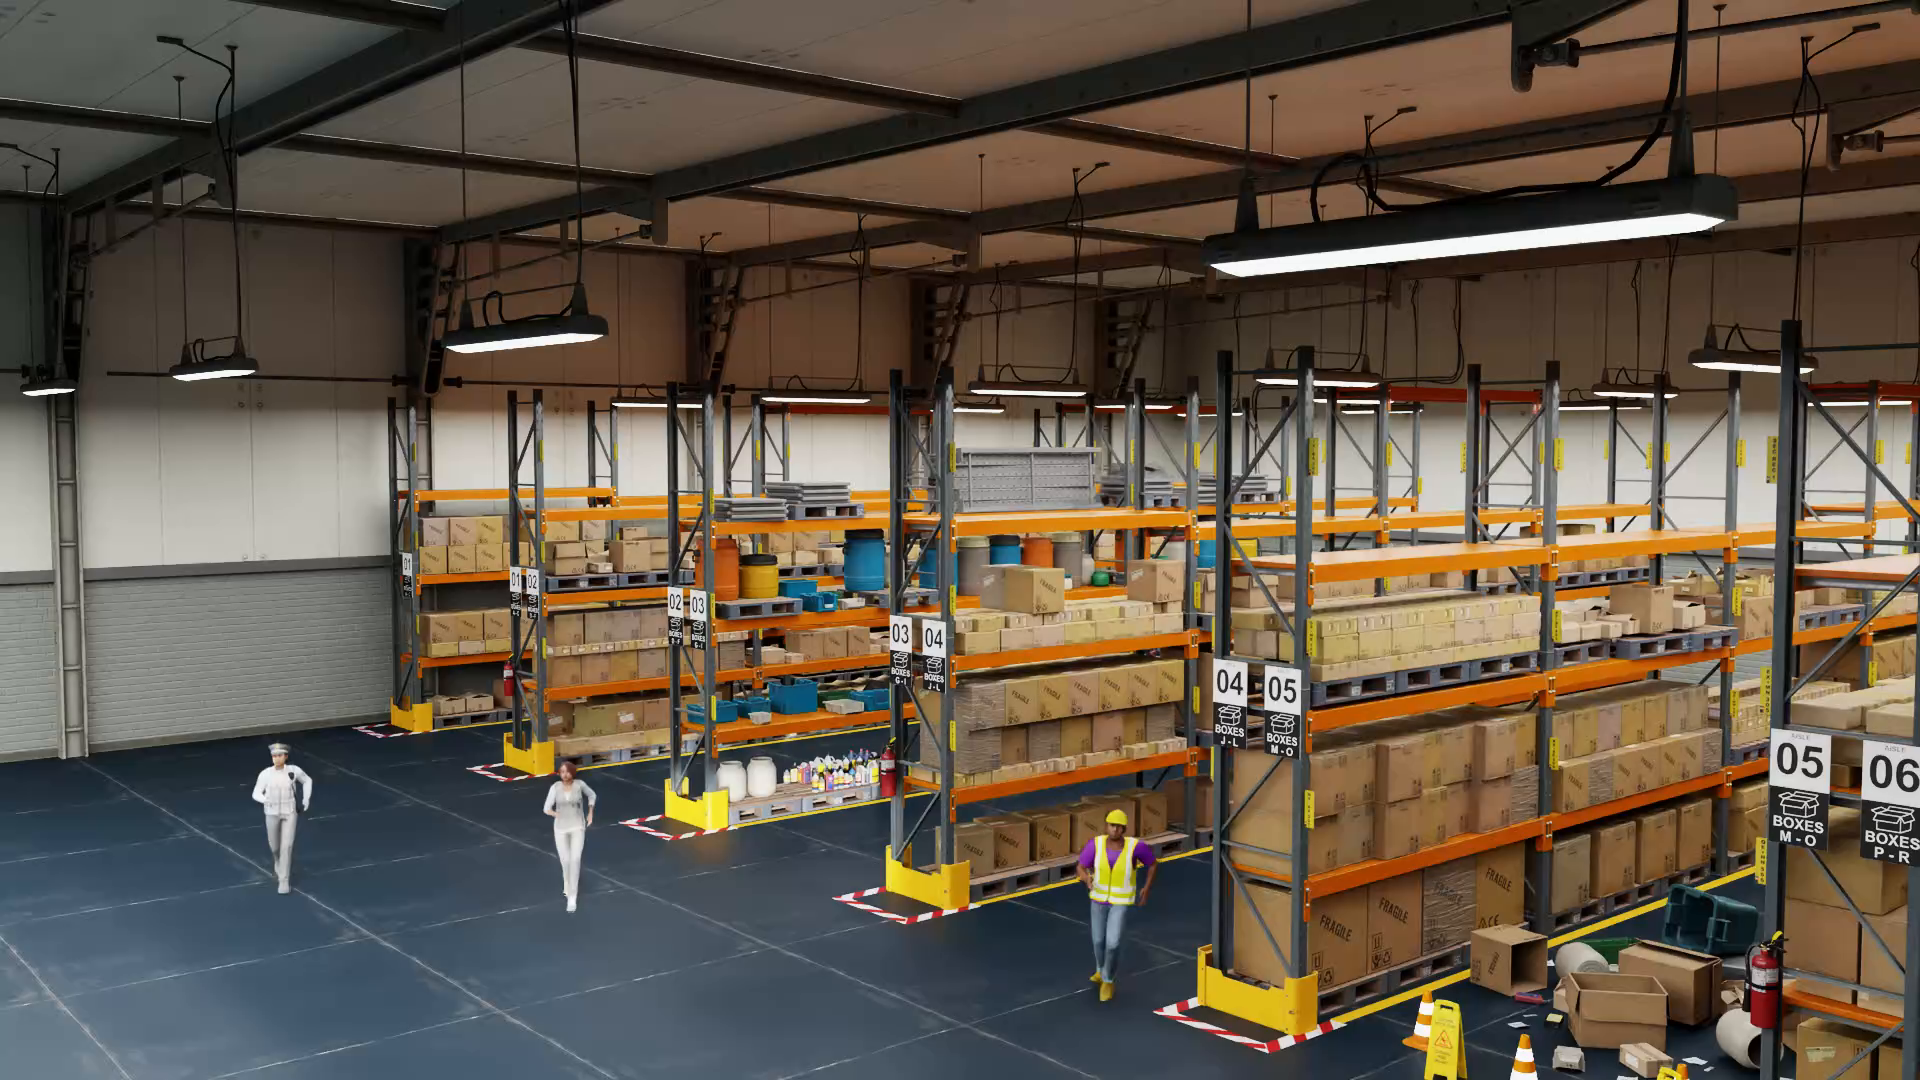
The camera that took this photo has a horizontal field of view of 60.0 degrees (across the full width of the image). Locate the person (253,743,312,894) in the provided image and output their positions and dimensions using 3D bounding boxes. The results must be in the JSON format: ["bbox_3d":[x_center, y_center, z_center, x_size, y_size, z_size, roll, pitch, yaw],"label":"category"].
[{"bbox_3d":[-7.869,3.174,19.274,0.603,1.655,1.022,-1,3,-16],"label":"person"}]

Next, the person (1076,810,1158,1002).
[{"bbox_3d":[1.439,3.394,15.504,0.725,1.799,0.710,1,4,20],"label":"person"}]

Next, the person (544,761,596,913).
[{"bbox_3d":[-4.377,3.291,18.639,0.545,1.601,0.806,0,3,-4],"label":"person"}]
